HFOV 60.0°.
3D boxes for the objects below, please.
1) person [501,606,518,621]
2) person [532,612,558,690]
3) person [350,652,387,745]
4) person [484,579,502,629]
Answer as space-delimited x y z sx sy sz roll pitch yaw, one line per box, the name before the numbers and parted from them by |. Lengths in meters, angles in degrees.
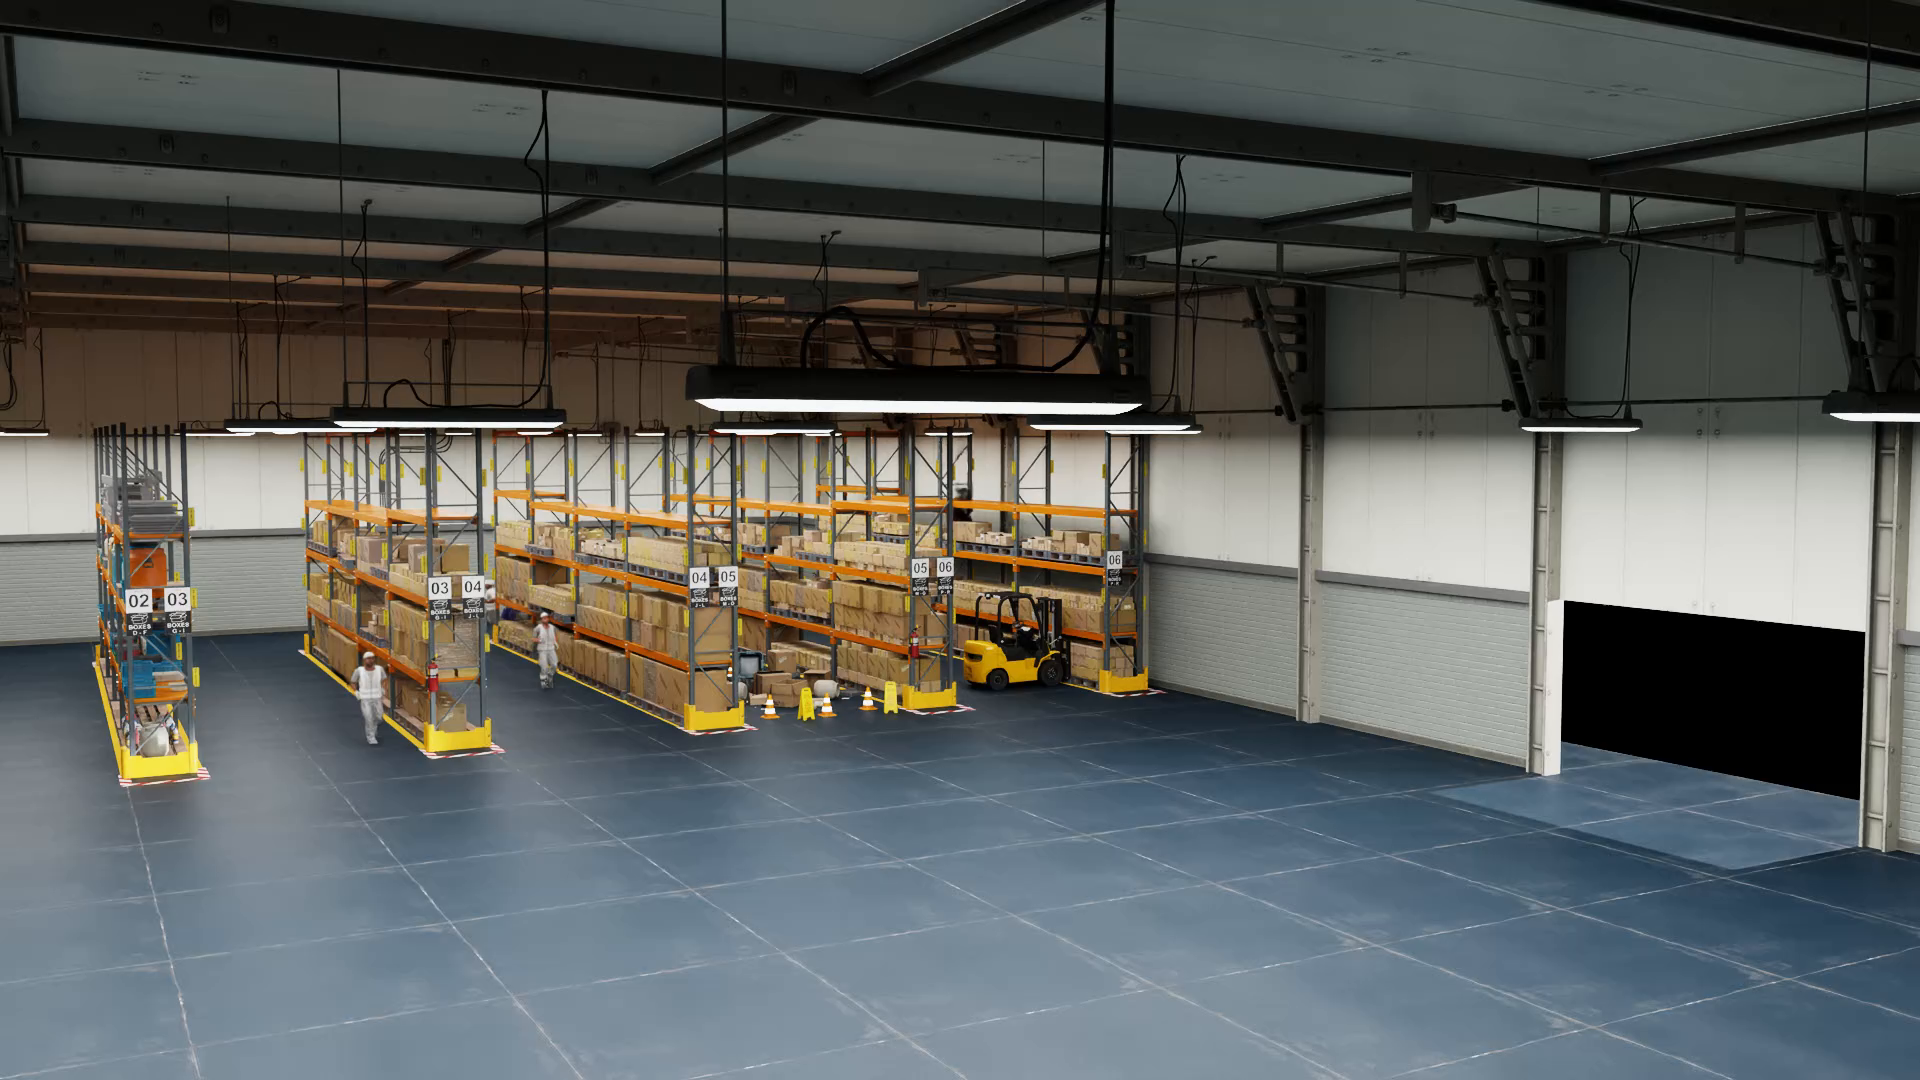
person | -13.172 1.969 48.777 0.667 1.604 0.473 3 5 45
person | -9.404 2.539 37.917 0.636 1.772 0.626 -2 4 -30
person | -11.096 2.959 31.250 0.674 1.740 0.654 -2 4 -31
person | -13.501 2.002 47.945 0.793 1.768 0.820 -2 4 -33
